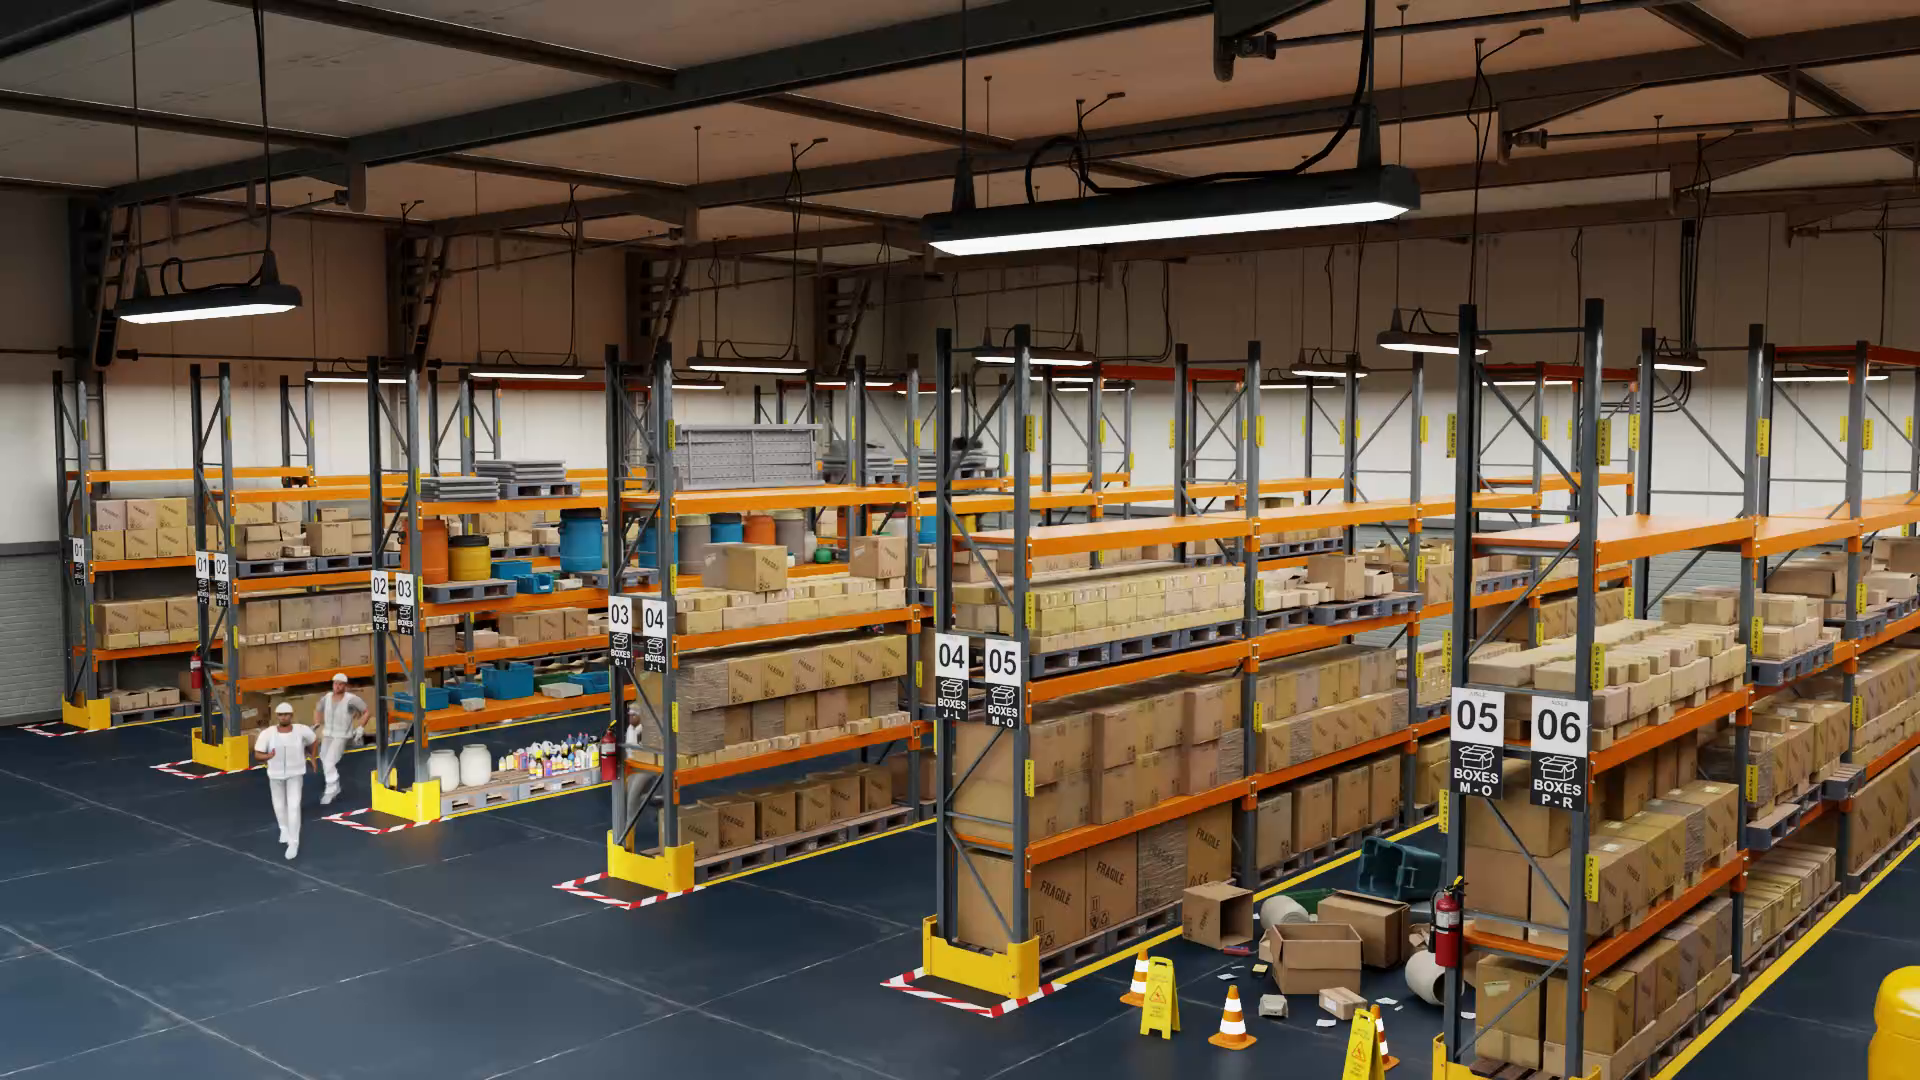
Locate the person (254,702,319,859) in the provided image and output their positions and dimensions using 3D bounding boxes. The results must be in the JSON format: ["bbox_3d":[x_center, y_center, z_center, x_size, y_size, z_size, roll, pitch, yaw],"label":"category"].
[{"bbox_3d":[-8.048,2.823,19.857,0.686,1.779,0.939,-1,4,-14],"label":"person"}]

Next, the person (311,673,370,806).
[{"bbox_3d":[-8.392,2.658,22.420,0.719,1.743,0.678,1,4,13],"label":"person"}]

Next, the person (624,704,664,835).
[{"bbox_3d":[-3.935,2.852,20.701,0.600,1.683,0.802,3,5,37],"label":"person"}]
